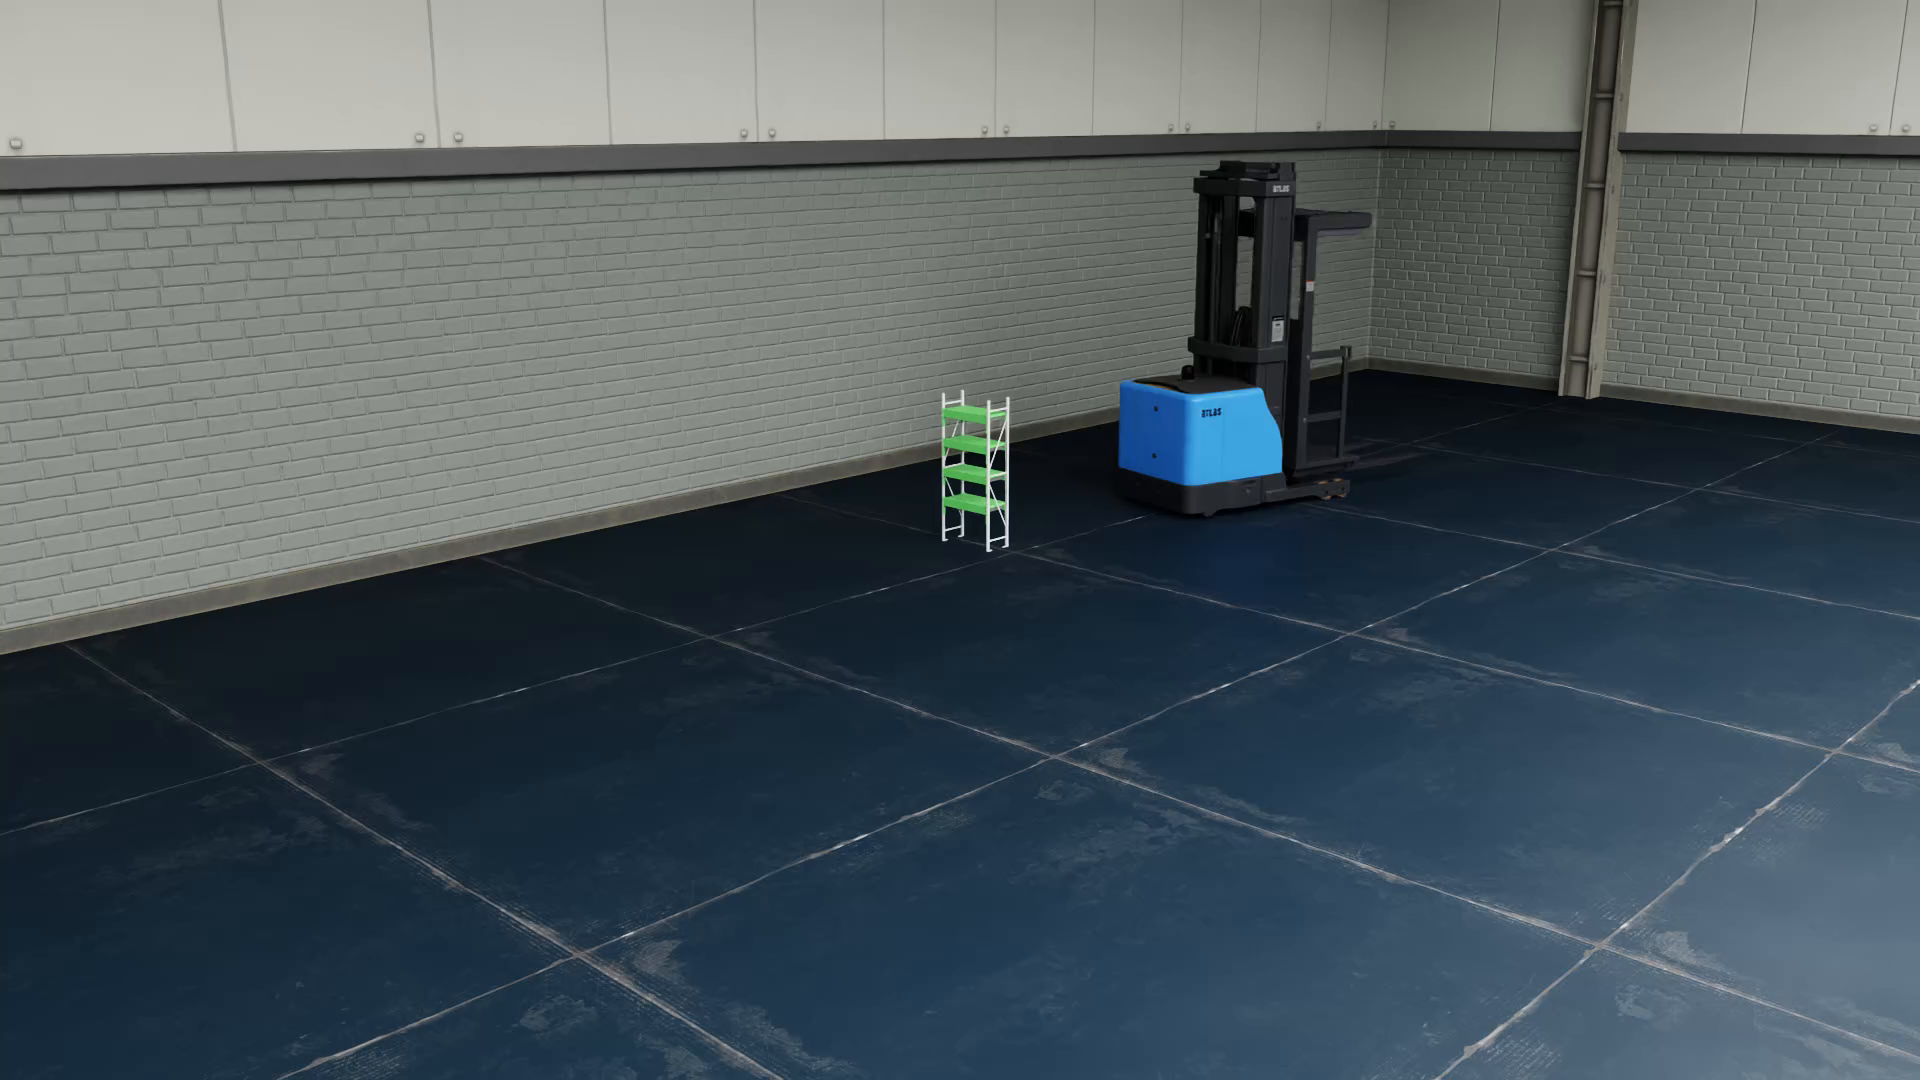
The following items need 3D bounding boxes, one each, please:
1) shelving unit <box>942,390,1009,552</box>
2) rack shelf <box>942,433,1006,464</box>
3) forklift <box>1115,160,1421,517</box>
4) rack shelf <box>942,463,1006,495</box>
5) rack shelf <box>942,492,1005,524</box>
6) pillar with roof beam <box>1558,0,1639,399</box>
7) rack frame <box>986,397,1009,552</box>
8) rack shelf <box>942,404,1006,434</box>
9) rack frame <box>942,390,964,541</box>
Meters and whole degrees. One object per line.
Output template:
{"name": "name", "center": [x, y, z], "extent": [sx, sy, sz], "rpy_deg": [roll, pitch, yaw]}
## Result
{"name": "shelving unit", "center": [0.119, -0.552, 13.170], "extent": [0.503, 1.200, 0.258], "rpy_deg": [14, 20, 42]}
{"name": "rack shelf", "center": [0.119, -0.722, 13.125], "extent": [0.480, 0.148, 0.258], "rpy_deg": [14, 20, 42]}
{"name": "forklift", "center": [2.895, -1.874, 14.813], "extent": [3.031, 2.935, 1.130], "rpy_deg": [-9, 17, -32]}
{"name": "rack shelf", "center": [0.119, -0.490, 13.186], "extent": [0.480, 0.148, 0.258], "rpy_deg": [14, 20, 42]}
{"name": "rack shelf", "center": [0.119, -0.258, 13.246], "extent": [0.480, 0.148, 0.258], "rpy_deg": [14, 20, 42]}
{"name": "pillar with roof beam", "center": [4.509, -5.322, 16.012], "extent": [0.400, 9.000, 9.100], "rpy_deg": [14, 20, 42]}
{"name": "rack frame", "center": [0.295, -0.509, 13.006], "extent": [0.015, 1.200, 0.240], "rpy_deg": [14, 20, 42]}
{"name": "rack shelf", "center": [0.119, -0.954, 13.065], "extent": [0.480, 0.148, 0.258], "rpy_deg": [14, 20, 42]}
{"name": "rack frame", "center": [-0.056, -0.594, 13.334], "extent": [0.015, 1.200, 0.240], "rpy_deg": [14, 20, 42]}
